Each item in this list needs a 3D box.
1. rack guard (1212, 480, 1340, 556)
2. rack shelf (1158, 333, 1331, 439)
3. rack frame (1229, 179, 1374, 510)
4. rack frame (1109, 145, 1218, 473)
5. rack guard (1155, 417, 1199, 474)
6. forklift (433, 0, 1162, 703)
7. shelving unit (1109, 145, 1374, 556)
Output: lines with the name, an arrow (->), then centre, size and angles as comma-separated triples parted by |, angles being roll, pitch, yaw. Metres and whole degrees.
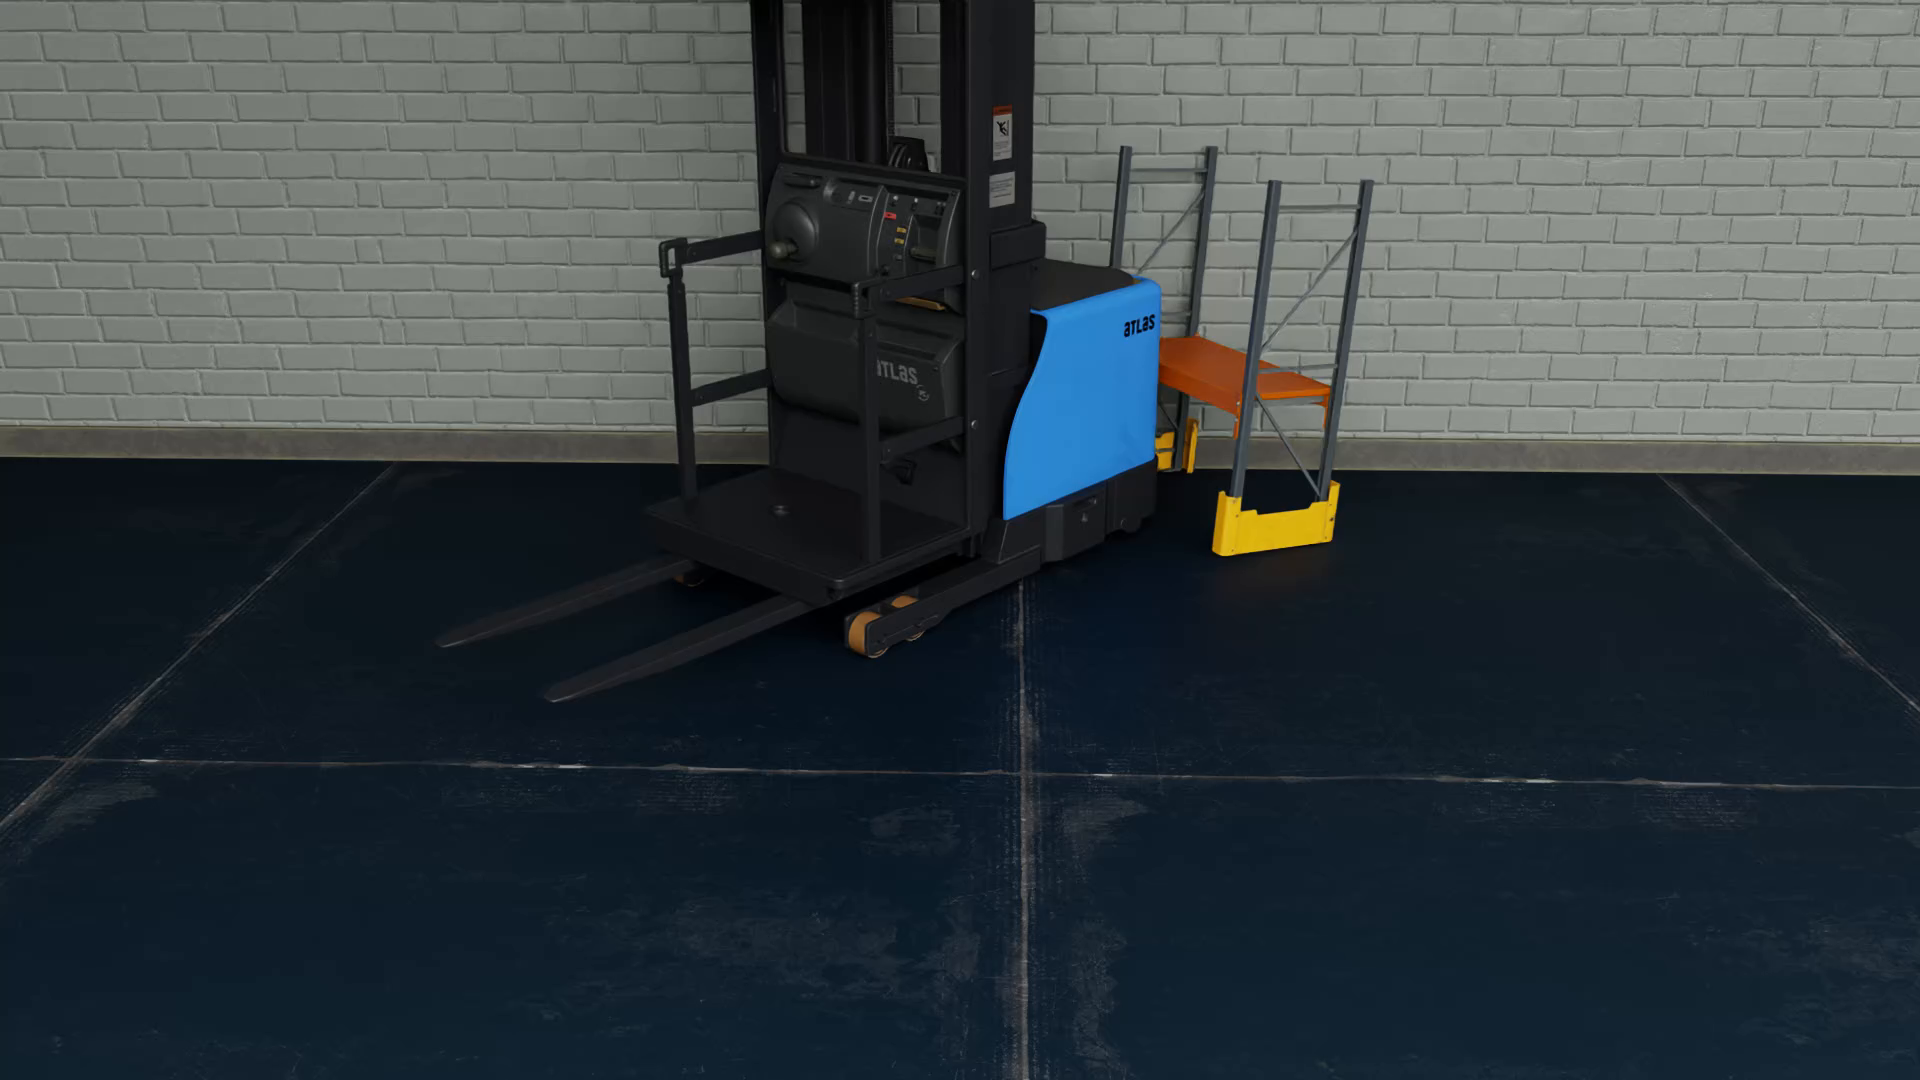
rack guard -> 1.308, -0.095, 6.871 | 0.587, 0.250, 0.087 | -7, 22, -28
rack shelf -> 1.096, -0.677, 7.138 | 0.538, 0.185, 1.000 | -7, 22, -28
rack frame -> 1.348, -0.682, 6.661 | 0.500, 1.500, 0.032 | -7, 22, -28
rack frame -> 0.867, -1.011, 7.494 | 0.500, 1.500, 0.032 | -7, 22, -28
rack guard -> 0.836, -0.416, 7.687 | 0.587, 0.250, 0.087 | -7, 22, -28
forklift -> -0.506, -1.150, 5.941 | 1.130, 2.935, 3.031 | 18, 27, 38
shelving unit -> 1.112, -0.843, 7.070 | 0.587, 1.500, 1.083 | -7, 22, -28
